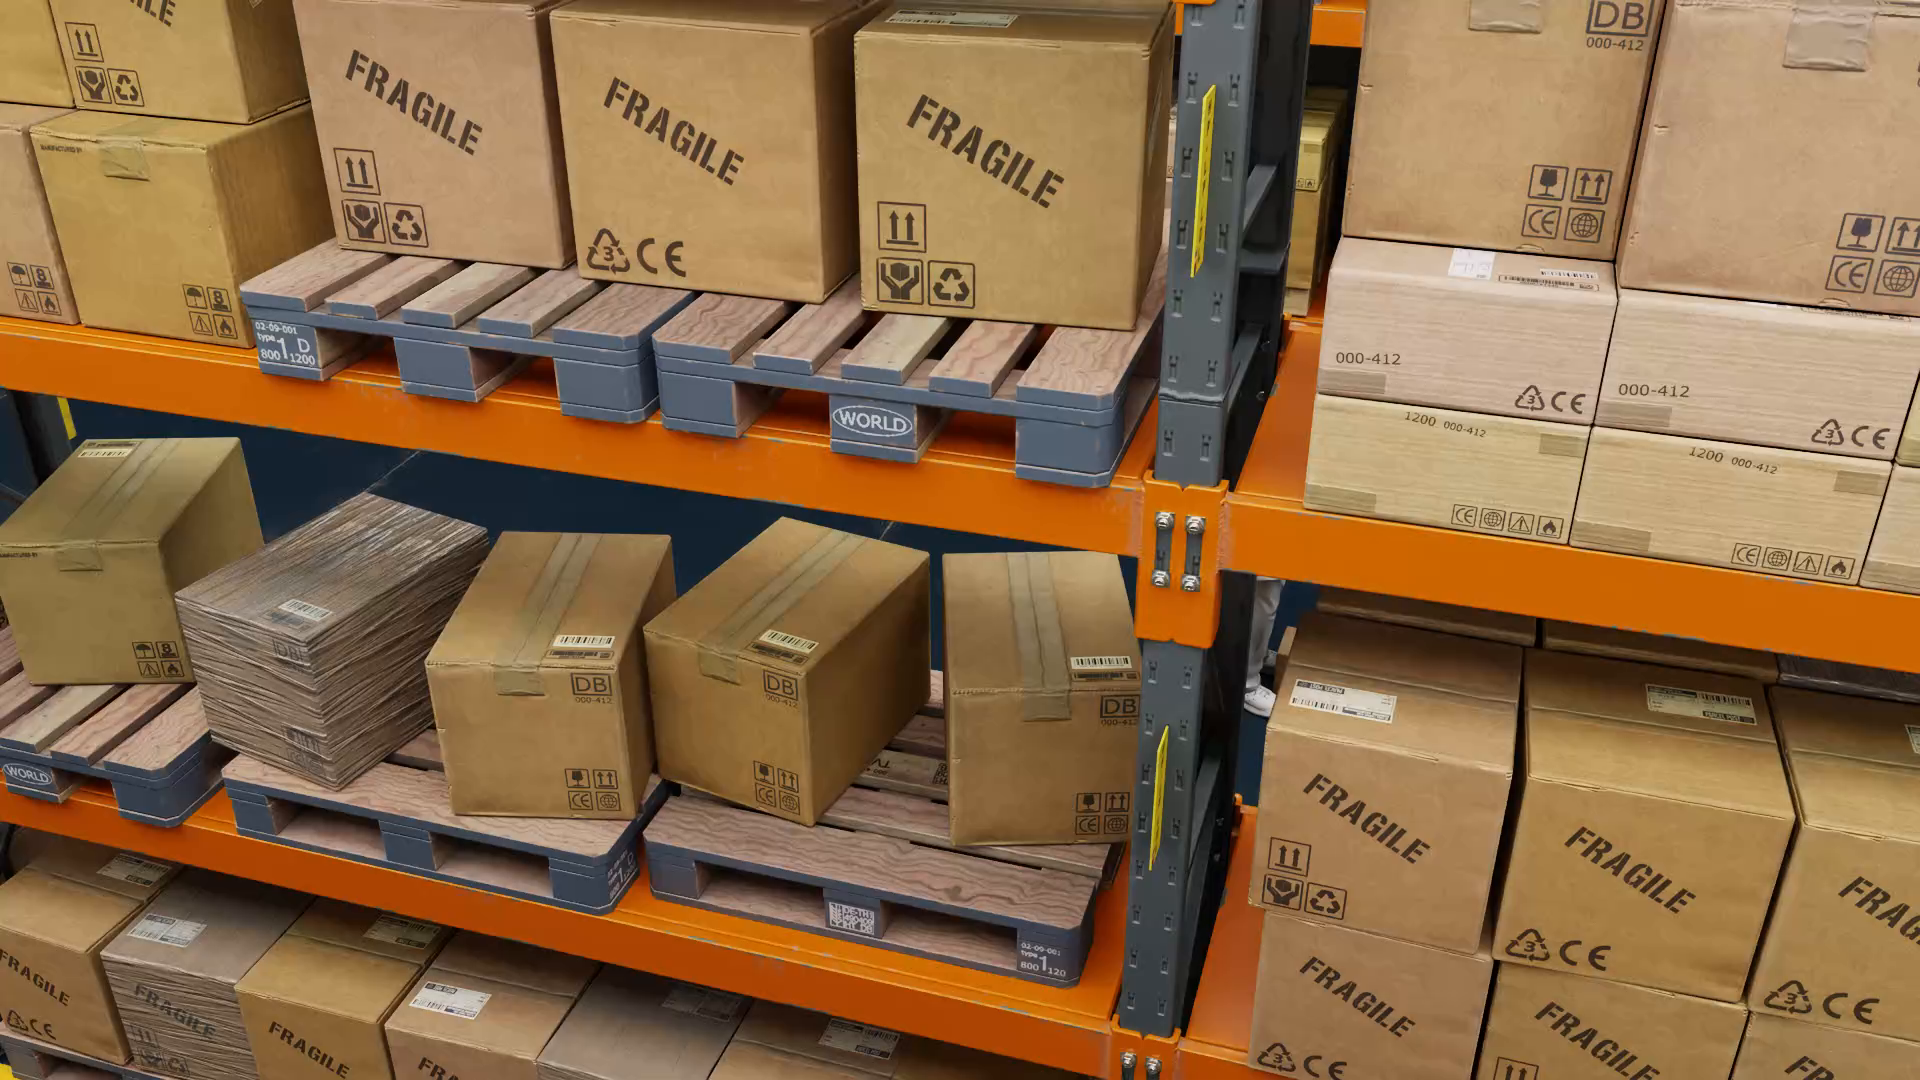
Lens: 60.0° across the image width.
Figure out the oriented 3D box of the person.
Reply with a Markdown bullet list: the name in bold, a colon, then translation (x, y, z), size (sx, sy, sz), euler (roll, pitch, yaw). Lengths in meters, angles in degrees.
- **person**: translation (1.361, -0.121, 7.362), size (0.424, 1.774, 0.653), euler (7, 30, 12)
